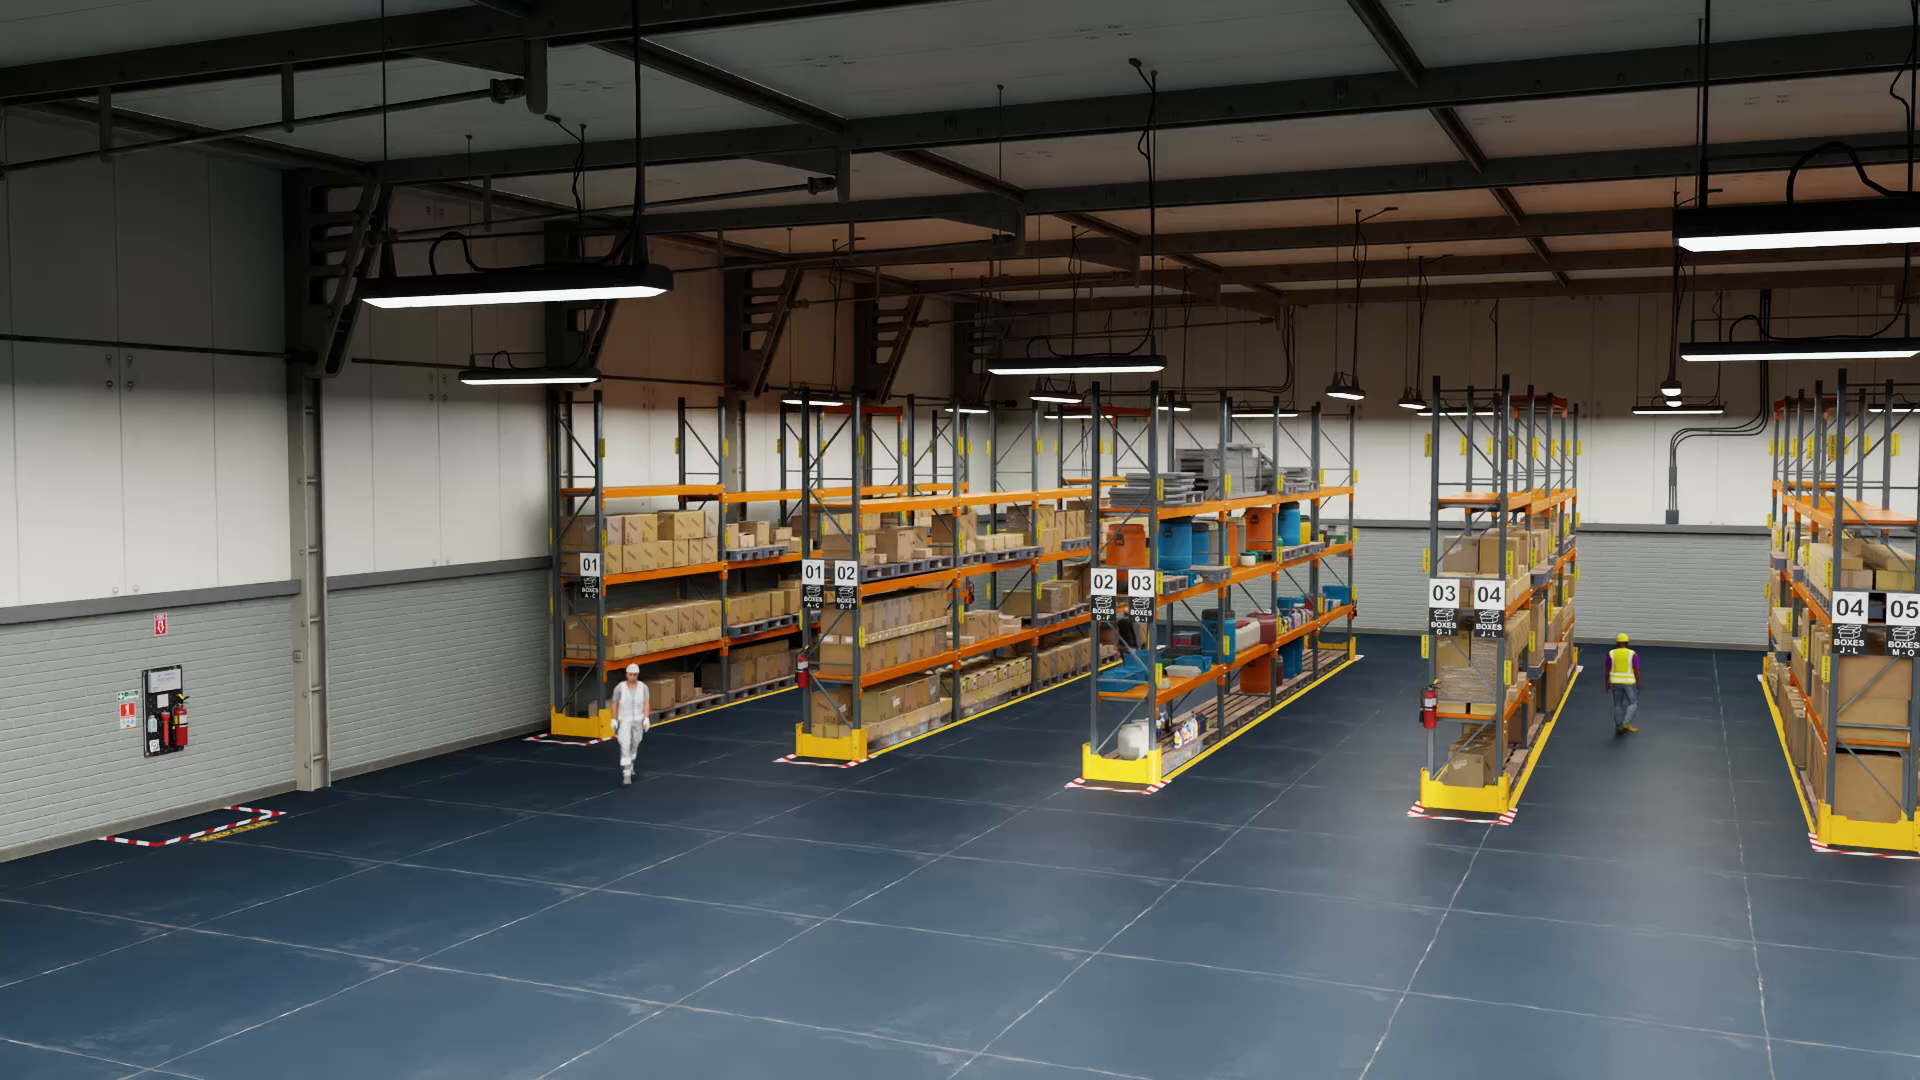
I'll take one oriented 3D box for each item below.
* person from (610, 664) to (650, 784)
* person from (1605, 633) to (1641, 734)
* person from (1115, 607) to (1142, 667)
[{"bbox_3d":[-4.921,2.726,24.938,0.569,1.729,0.999,-2,4,-33],"label":"person"},{"bbox_3d":[11.599,2.518,29.112,0.592,1.768,0.533,2,4,27],"label":"person"},{"bbox_3d":[3.480,2.281,34.421,0.575,1.628,0.588,1,3,25],"label":"person"}]
